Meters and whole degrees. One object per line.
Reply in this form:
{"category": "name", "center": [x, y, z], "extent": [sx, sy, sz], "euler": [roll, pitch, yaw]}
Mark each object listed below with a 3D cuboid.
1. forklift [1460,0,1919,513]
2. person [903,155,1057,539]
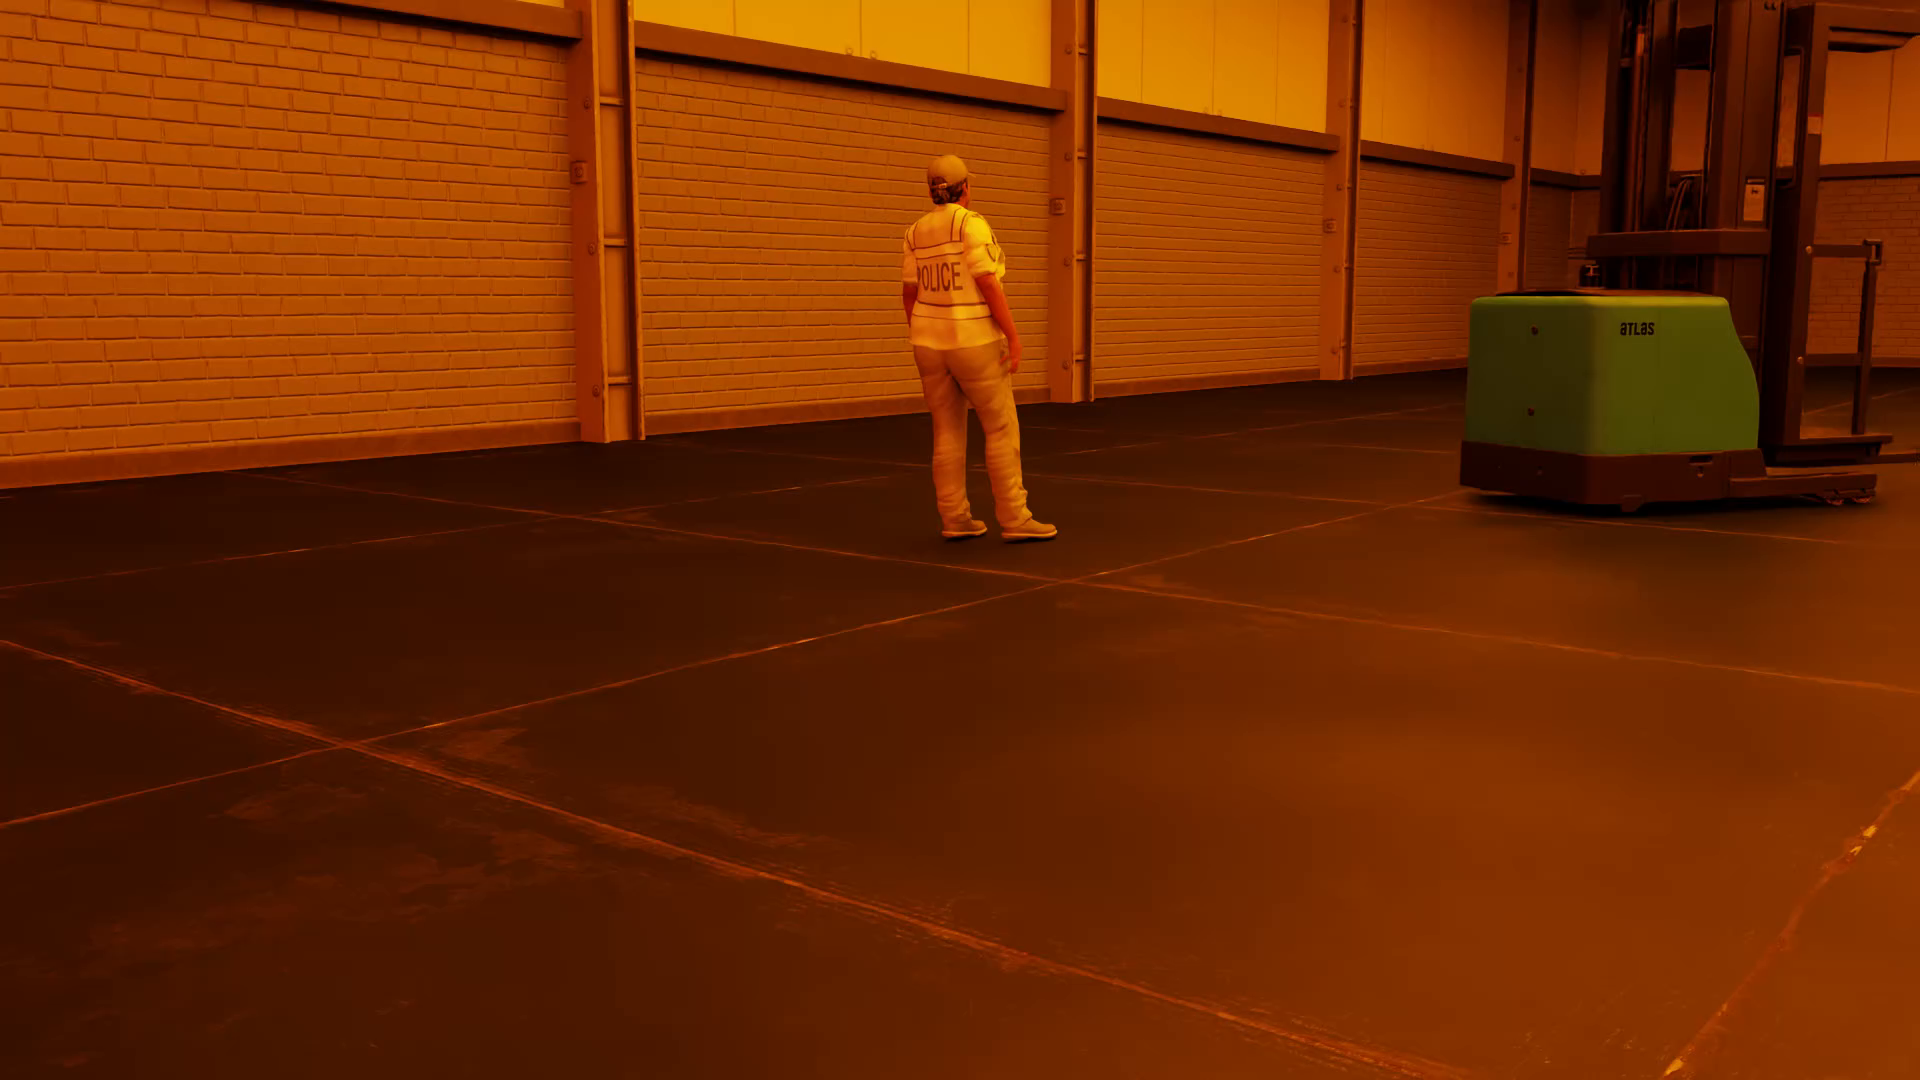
{"category": "forklift", "center": [4.255, -1.696, 8.873], "extent": [3.031, 2.935, 1.130], "euler": [-3, 9, -22]}
{"category": "person", "center": [0.066, -0.839, 7.328], "extent": [0.598, 1.670, 0.529], "euler": [7, 11, 38]}
